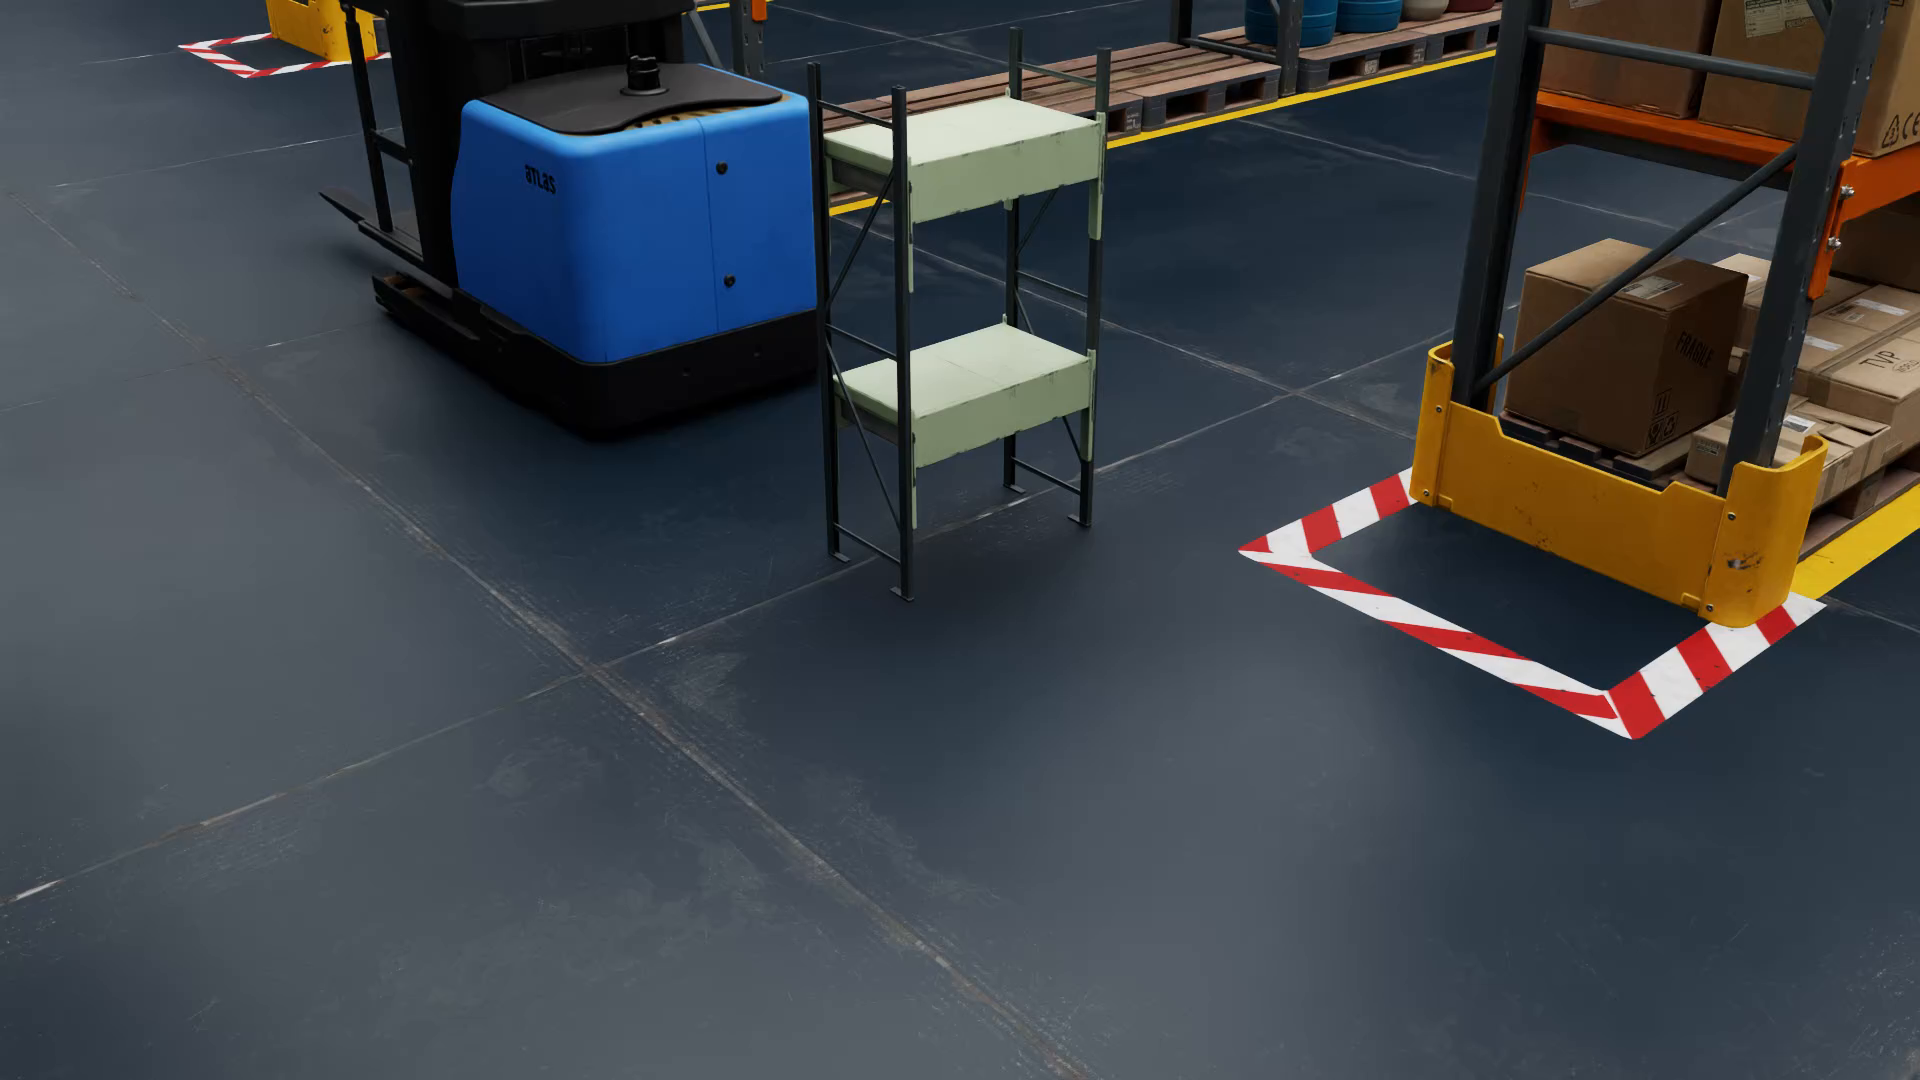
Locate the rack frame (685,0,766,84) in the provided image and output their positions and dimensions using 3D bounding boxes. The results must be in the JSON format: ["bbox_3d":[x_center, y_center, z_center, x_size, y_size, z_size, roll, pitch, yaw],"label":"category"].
[{"bbox_3d":[-1.293,-3.073,7.818,0.127,3.000,1.000,-22,35,-35],"label":"rack frame"}]

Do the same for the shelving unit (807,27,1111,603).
[{"bbox_3d":[0.005,-0.664,4.900,0.755,1.500,0.431,-22,35,-35],"label":"shelving unit"}]

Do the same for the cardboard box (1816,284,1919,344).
[{"bbox_3d":[3.278,-0.648,5.730,0.500,0.250,0.500,-22,35,-35],"label":"cardboard box"}]

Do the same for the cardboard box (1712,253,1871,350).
[{"bbox_3d":[2.916,-0.812,6.037,0.500,0.250,0.500,-22,35,-35],"label":"cardboard box"}]

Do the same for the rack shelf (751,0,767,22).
[{"bbox_3d":[0.229,-3.368,9.132,4.000,0.370,1.077,-22,35,-35],"label":"rack shelf"}]

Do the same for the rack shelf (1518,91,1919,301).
[{"bbox_3d":[3.441,-1.590,5.807,4.000,0.370,1.077,-22,35,-35],"label":"rack shelf"}]

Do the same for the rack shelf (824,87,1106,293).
[{"bbox_3d":[0.005,-1.008,4.716,0.720,0.370,0.431,-22,35,-35],"label":"rack shelf"}]

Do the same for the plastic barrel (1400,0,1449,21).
[{"bbox_3d":[3.202,-3.902,11.563,0.421,0.512,0.421,0,28,0],"label":"plastic barrel"}]

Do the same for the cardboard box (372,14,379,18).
[{"bbox_3d":[-4.072,-4.322,11.963,0.875,0.875,0.875,-22,35,-35],"label":"cardboard box"}]

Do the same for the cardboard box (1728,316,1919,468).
[{"bbox_3d":[2.898,-0.495,5.444,0.500,0.250,0.500,-22,35,-35],"label":"cardboard box"}]

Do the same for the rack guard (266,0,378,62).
[{"bbox_3d":[-4.525,-3.739,11.716,0.348,0.500,1.175,-22,35,-35],"label":"rack guard"}]

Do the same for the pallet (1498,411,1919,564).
[{"bbox_3d":[2.583,-0.333,5.650,1.213,0.211,1.003,-22,35,-35],"label":"pallet"}]

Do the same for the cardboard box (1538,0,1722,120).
[{"bbox_3d":[2.084,-1.574,4.908,0.500,0.500,0.500,-21,34,-33],"label":"cardboard box"}]

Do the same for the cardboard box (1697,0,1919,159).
[{"bbox_3d":[2.428,-1.381,4.546,0.500,0.500,0.500,-21,35,-34],"label":"cardboard box"}]

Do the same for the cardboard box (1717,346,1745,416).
[{"bbox_3d":[2.540,-0.586,5.704,0.250,0.166,0.380,-22,35,-35],"label":"cardboard box"}]

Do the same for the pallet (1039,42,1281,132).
[{"bbox_3d":[1.216,-2.828,10.318,1.213,0.211,1.003,-22,35,-35],"label":"pallet"}]

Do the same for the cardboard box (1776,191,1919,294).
[{"bbox_3d":[3.537,-1.036,6.188,0.637,0.503,0.797,-22,35,-35],"label":"cardboard box"}]

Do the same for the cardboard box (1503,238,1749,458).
[{"bbox_3d":[2.173,-0.642,5.454,0.500,0.500,0.500,-22,35,-35],"label":"cardboard box"}]

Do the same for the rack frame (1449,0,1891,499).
[{"bbox_3d":[1.920,-1.296,4.492,0.127,3.000,1.000,-22,35,-35],"label":"rack frame"}]

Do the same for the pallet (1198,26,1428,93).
[{"bbox_3d":[2.365,-3.288,11.178,1.213,0.211,1.003,-22,35,-35],"label":"pallet"}]

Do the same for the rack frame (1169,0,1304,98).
[{"bbox_3d":[1.750,-4.297,10.107,0.127,3.000,1.000,-22,35,-35],"label":"rack frame"}]

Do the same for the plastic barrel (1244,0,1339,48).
[{"bbox_3d":[2.175,-3.717,10.803,0.708,0.901,0.600,-22,35,-35],"label":"plastic barrel"}]

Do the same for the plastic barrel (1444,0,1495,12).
[{"bbox_3d":[3.573,-4.141,11.929,0.708,0.588,0.600,-22,35,-35],"label":"plastic barrel"}]

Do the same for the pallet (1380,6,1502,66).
[{"bbox_3d":[3.293,-3.663,11.881,1.213,0.211,1.003,-22,35,-35],"label":"pallet"}]

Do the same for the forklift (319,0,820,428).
[{"bbox_3d":[-1.822,-2.307,6.457,1.130,2.935,3.031,-21,35,-34],"label":"forklift"}]

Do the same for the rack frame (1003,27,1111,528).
[{"bbox_3d":[0.284,-0.775,5.110,0.023,1.500,0.400,-22,35,-35],"label":"rack frame"}]

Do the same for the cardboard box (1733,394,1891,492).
[{"bbox_3d":[2.651,-0.322,5.208,0.250,0.166,0.380,-22,35,-35],"label":"cardboard box"}]

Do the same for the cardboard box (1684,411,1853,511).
[{"bbox_3d":[2.461,-0.237,5.070,0.250,0.149,0.380,-22,35,-35],"label":"cardboard box"}]

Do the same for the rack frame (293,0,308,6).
[{"bbox_3d":[-4.507,-4.849,11.141,0.127,3.000,1.000,-22,35,-35],"label":"rack frame"}]

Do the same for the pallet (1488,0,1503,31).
[{"bbox_3d":[4.221,-4.034,12.575,1.213,0.211,1.003,-22,35,-35],"label":"pallet"}]

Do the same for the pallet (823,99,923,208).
[{"bbox_3d":[-0.640,-2.082,8.921,1.213,0.211,1.003,-22,35,-35],"label":"pallet"}]

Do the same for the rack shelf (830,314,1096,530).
[{"bbox_3d":[0.005,-0.376,5.054,0.720,0.370,0.431,-22,35,-35],"label":"rack shelf"}]

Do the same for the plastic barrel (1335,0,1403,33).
[{"bbox_3d":[2.714,-3.933,11.208,0.708,0.901,0.600,-22,35,-35],"label":"plastic barrel"}]

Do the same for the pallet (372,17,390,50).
[{"bbox_3d":[-3.950,-3.892,12.308,1.213,0.211,1.003,-22,35,-35],"label":"pallet"}]

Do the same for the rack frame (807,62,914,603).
[{"bbox_3d":[-0.273,-0.552,4.691,0.023,1.500,0.400,-22,35,-35],"label":"rack frame"}]

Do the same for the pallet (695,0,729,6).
[{"bbox_3d":[-2.093,-4.638,13.705,1.213,0.211,1.003,-22,35,-35],"label":"pallet"}]

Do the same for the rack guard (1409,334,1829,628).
[{"bbox_3d":[1.977,-0.217,5.125,0.348,0.500,1.175,-22,35,-35],"label":"rack guard"}]

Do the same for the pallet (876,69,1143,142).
[{"bbox_3d":[0.288,-2.453,9.616,1.213,0.211,1.003,-22,35,-35],"label":"pallet"}]
